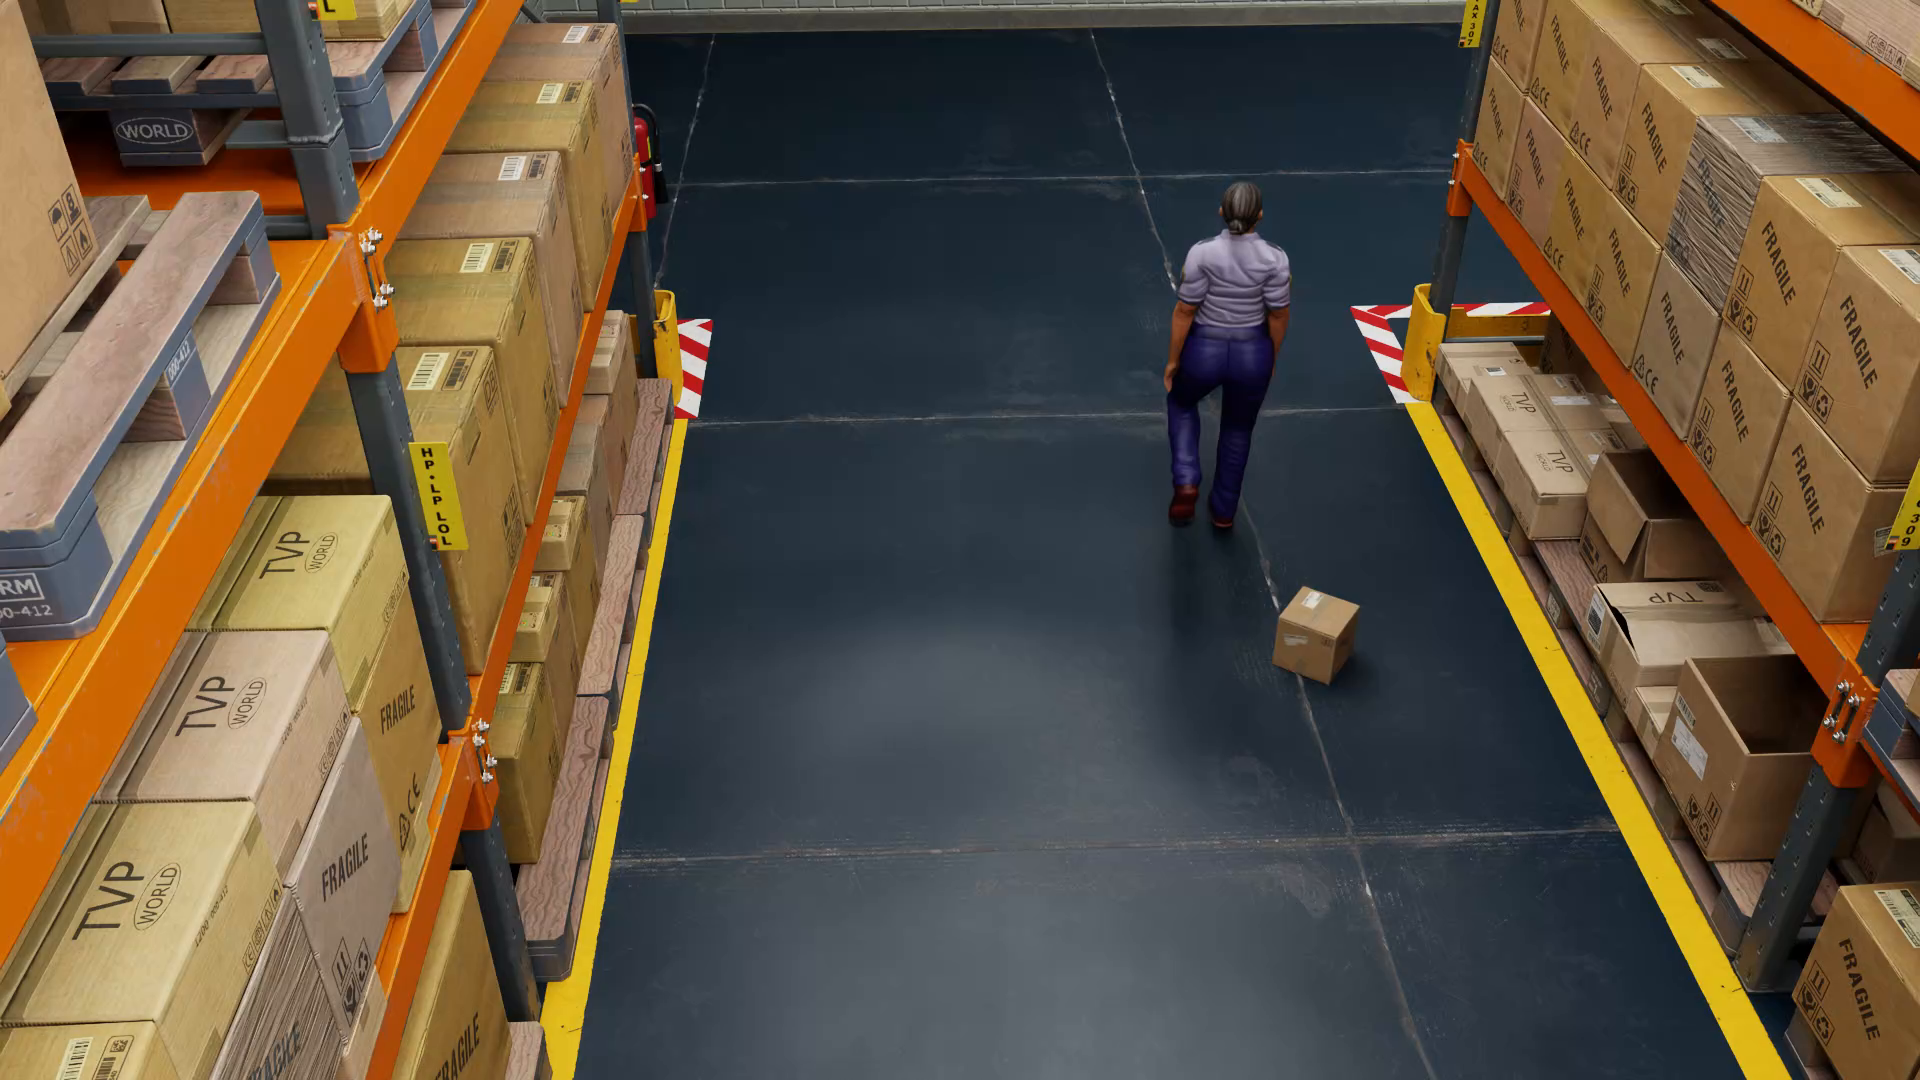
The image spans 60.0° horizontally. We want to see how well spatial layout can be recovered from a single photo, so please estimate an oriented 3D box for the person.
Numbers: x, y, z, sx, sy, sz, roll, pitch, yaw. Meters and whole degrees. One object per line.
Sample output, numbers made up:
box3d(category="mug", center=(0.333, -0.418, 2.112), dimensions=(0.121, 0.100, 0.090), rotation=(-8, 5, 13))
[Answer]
box3d(category="person", center=(1.148, -0.796, 7.233), dimensions=(0.510, 1.648, 0.458), rotation=(4, 36, 5))
